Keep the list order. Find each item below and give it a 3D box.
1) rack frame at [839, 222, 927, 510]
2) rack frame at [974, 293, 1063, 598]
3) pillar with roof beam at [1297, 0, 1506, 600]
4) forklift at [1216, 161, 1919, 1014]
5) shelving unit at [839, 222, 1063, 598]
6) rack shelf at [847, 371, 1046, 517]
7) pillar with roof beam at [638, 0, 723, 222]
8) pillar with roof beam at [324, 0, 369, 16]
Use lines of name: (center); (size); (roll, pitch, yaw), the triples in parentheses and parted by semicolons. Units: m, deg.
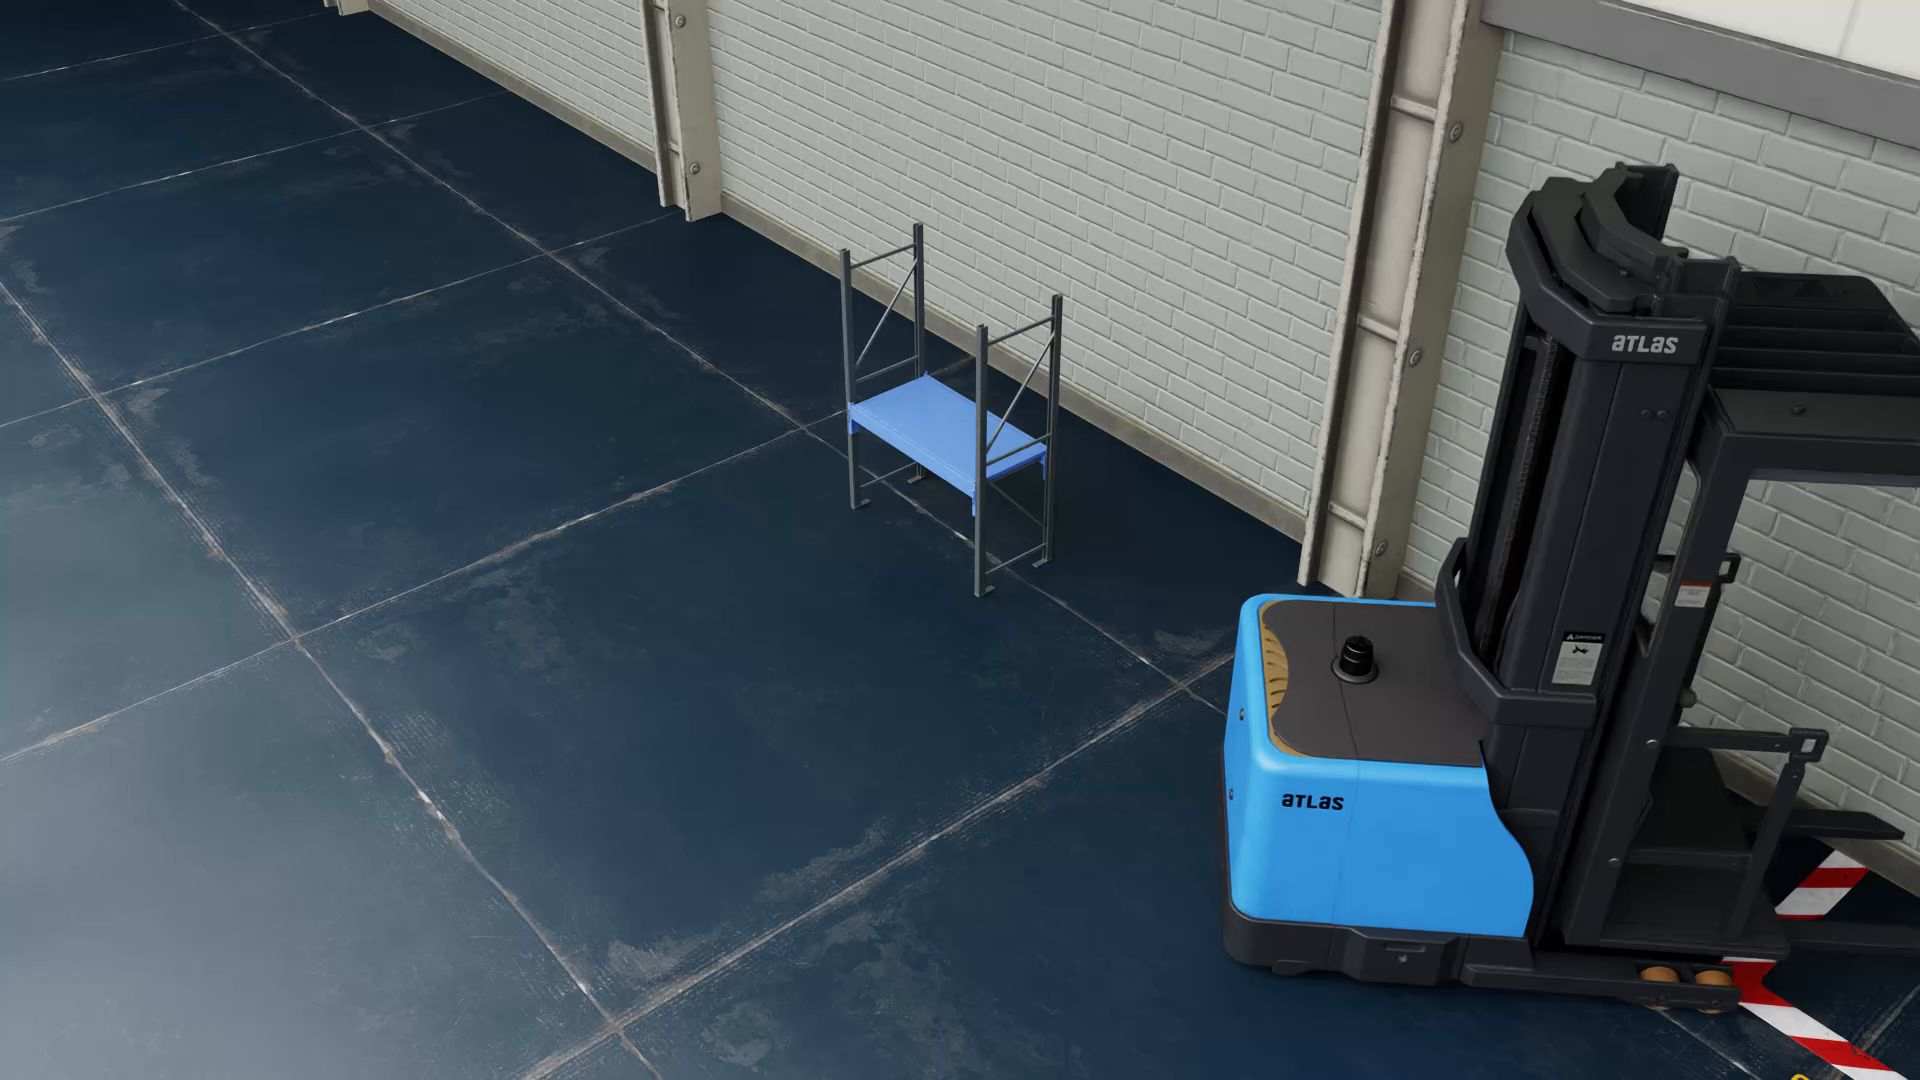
rack frame: (-0.383, -0.874, 8.588); (0.500, 1.500, 0.032); (-26, 43, -32)
rack frame: (0.273, -0.425, 7.954); (0.500, 1.500, 0.032); (-26, 43, -32)
pillar with roof beam: (-1.352, -1.829, 3.448); (9.100, 9.000, 0.400); (-26, 43, -32)
forklift: (2.552, 0.238, 5.780); (3.031, 2.935, 1.130); (3, 35, 4)
shelving unit: (-0.055, -0.650, 8.271); (0.538, 1.500, 1.048); (-26, 43, -32)
rack shelf: (-0.055, -0.503, 8.375); (0.538, 0.185, 1.000); (-26, 43, -32)
pillar with roof beam: (-5.224, -4.478, 7.188); (9.100, 9.000, 0.400); (-26, 43, -32)
pillar with roof beam: (-9.096, -7.127, 10.928); (9.100, 9.000, 0.400); (-26, 43, -32)
